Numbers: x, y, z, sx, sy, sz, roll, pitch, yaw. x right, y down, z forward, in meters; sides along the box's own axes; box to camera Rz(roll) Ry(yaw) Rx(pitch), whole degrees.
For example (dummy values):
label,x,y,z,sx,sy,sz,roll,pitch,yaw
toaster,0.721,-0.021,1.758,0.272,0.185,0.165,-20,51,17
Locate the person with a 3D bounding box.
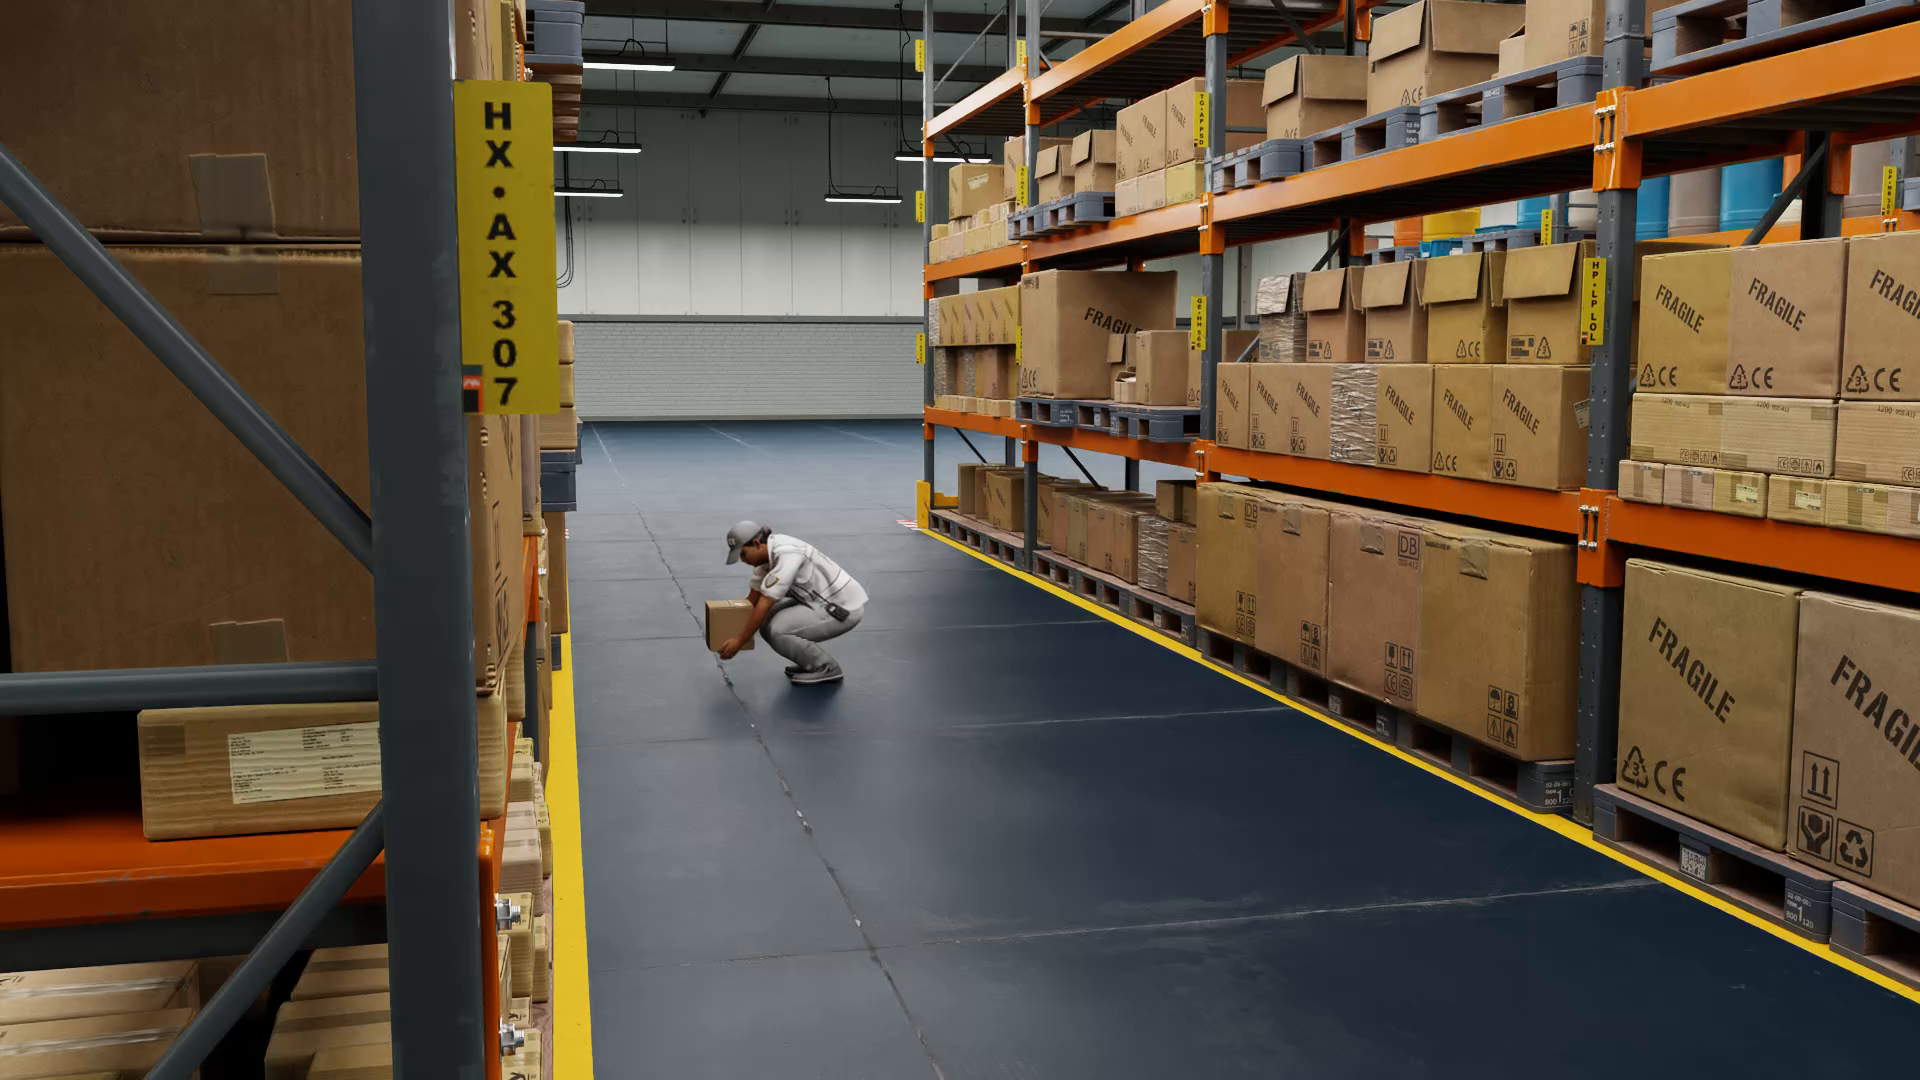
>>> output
label,x,y,z,sx,sy,sz,roll,pitch,yaw
person,-0.958,0.343,9.477,0.860,0.930,0.528,-2,6,-14
